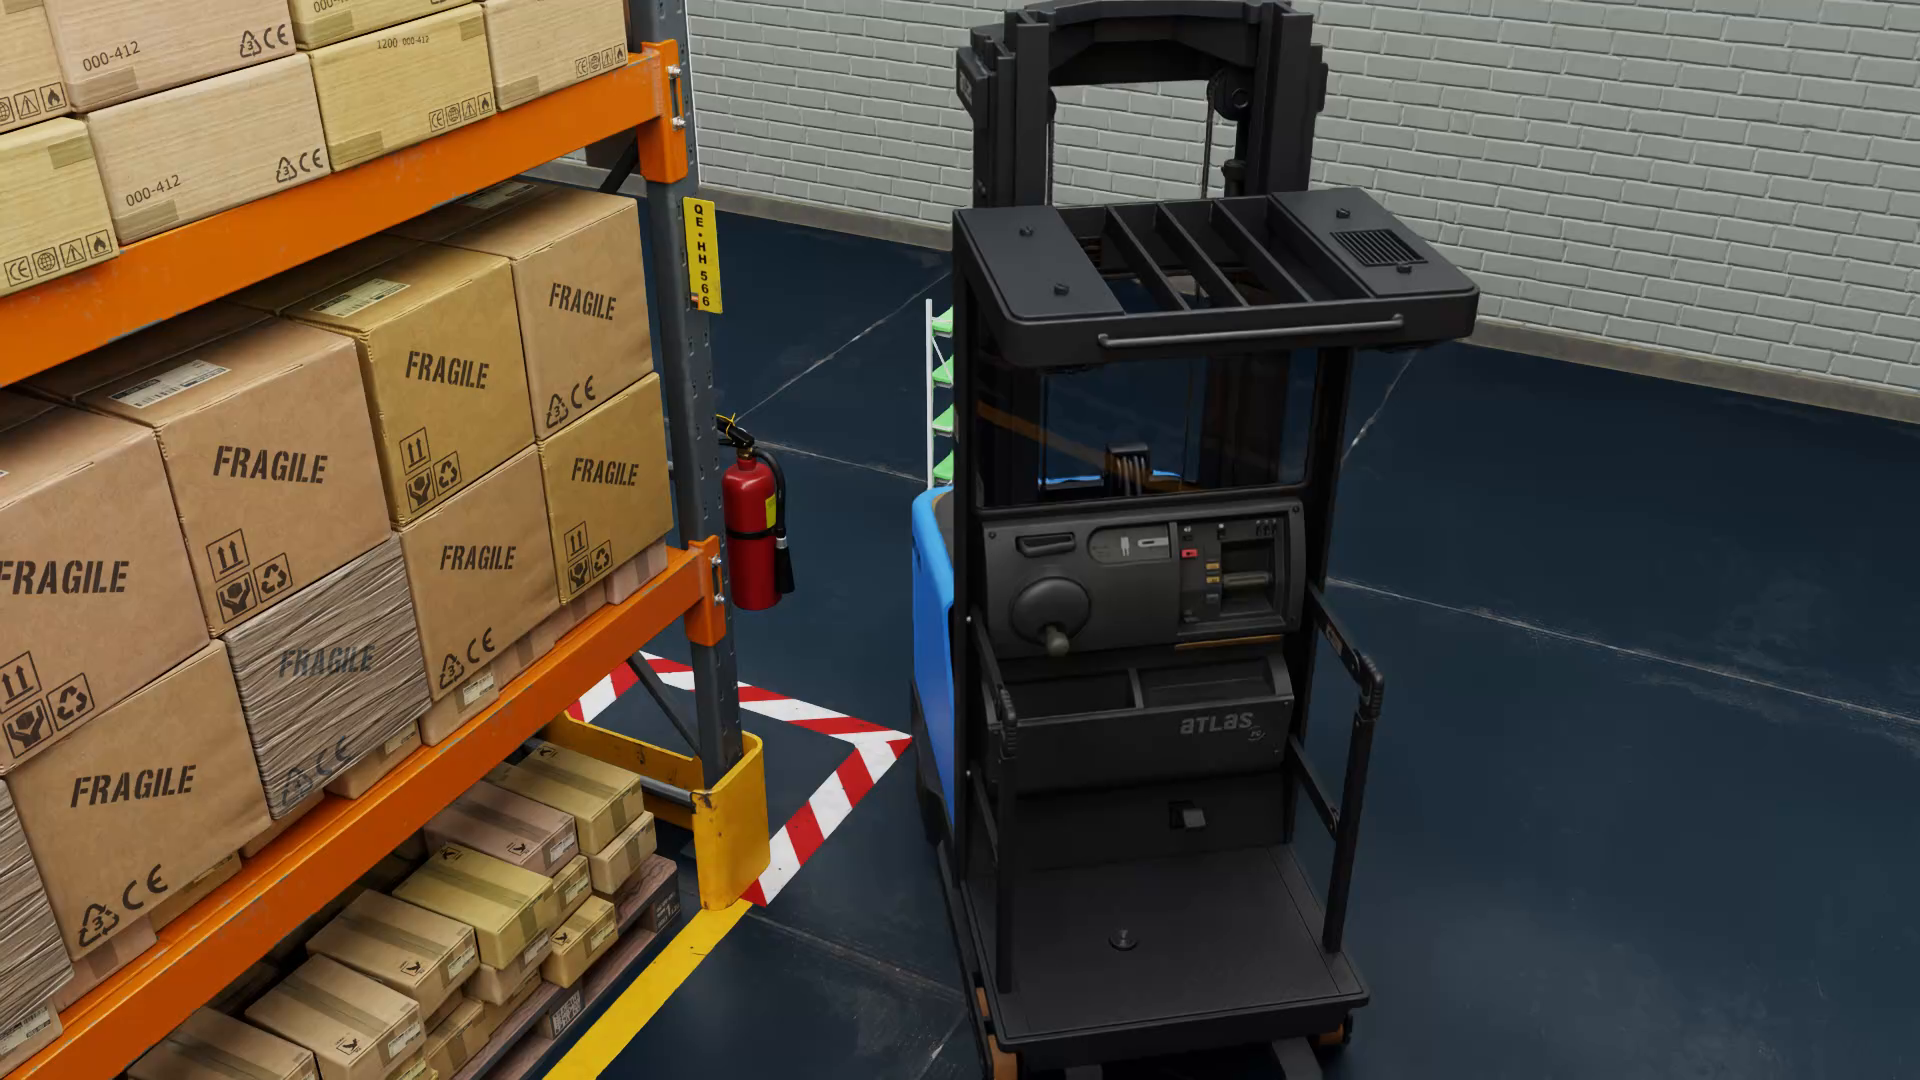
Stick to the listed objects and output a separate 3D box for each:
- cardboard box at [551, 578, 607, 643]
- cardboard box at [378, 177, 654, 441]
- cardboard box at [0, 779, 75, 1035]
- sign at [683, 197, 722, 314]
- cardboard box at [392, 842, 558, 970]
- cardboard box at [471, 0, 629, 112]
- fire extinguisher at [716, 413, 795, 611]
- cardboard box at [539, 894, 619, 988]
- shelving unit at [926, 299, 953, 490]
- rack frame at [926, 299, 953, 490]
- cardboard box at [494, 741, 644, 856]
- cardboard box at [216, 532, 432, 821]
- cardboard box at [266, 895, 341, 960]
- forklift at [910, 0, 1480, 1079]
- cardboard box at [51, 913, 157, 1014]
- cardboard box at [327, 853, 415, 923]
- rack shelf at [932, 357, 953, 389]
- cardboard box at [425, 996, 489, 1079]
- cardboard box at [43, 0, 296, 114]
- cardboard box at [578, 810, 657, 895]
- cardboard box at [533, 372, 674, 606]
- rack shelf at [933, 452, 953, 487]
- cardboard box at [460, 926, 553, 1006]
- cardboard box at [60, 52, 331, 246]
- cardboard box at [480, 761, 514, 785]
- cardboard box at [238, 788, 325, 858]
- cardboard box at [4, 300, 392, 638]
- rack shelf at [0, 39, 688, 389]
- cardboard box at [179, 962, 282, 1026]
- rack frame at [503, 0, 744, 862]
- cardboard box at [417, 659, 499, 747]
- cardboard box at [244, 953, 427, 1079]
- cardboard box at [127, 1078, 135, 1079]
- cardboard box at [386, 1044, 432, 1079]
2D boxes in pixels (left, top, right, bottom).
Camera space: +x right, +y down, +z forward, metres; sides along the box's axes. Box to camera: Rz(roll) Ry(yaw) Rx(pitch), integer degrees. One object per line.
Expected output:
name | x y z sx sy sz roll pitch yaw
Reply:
cardboard box | -1.245 0.132 4.759 0.380 0.149 0.250 14 33 23
cardboard box | -1.188 -0.634 4.438 0.500 0.500 0.500 14 33 22
cardboard box | -2.093 0.716 3.093 0.500 0.500 0.500 14 33 22
sign | -0.717 -0.791 4.636 0.100 0.325 0.005 14 33 23
cardboard box | -1.387 1.043 4.764 0.380 0.149 0.250 14 33 22
cardboard box | -1.173 -1.261 4.072 0.500 0.250 0.500 14 33 22
fire extinguisher | -0.676 -0.099 5.362 0.296 0.674 0.183 14 33 23
cardboard box | -1.283 1.185 5.115 0.380 0.149 0.250 15 33 25
shelving unit | 0.075 -0.594 7.579 0.258 1.200 0.503 14 33 23
rack frame | -0.036 -0.486 7.391 0.240 1.200 0.015 14 33 23
cardboard box | -1.217 0.801 5.186 0.380 0.149 0.250 15 33 24
cardboard box | -1.639 0.252 3.899 0.500 0.500 0.500 14 33 23
cardboard box | -2.029 1.025 4.796 0.380 0.149 0.250 13 32 21
forklift | 0.566 0.157 4.534 1.130 2.935 3.031 -5 30 -8
cardboard box | -1.966 0.820 3.563 0.380 0.149 0.250 16 33 25
cardboard box | -1.876 1.050 5.053 0.380 0.149 0.250 15 33 24
rack shelf | 0.075 -0.746 7.491 0.258 0.148 0.480 14 33 23
cardboard box | -1.581 1.395 4.750 0.380 0.149 0.250 15 33 24
cardboard box | -1.652 -1.024 3.158 0.500 0.250 0.500 15 33 24
cardboard box | -1.188 0.937 5.249 0.380 0.149 0.250 13 32 22
cardboard box | -1.177 -0.202 4.690 0.500 0.500 0.500 15 33 24
rack shelf | 0.075 -0.330 7.730 0.258 0.148 0.480 14 33 23
cardboard box | -1.423 1.168 4.847 0.380 0.149 0.250 13 32 21
cardboard box | -1.637 -0.816 3.298 0.500 0.250 0.500 16 33 25
cardboard box | -1.669 0.812 5.466 0.380 0.149 0.250 16 33 25
cardboard box | -1.764 0.582 3.977 0.380 0.149 0.250 13 32 21
cardboard box | -1.648 -0.176 3.642 0.500 0.500 0.500 16 34 26
rack shelf | -2.113 -0.389 3.126 1.077 0.370 4.000 14 33 23
cardboard box | -2.126 1.278 4.655 0.380 0.149 0.250 13 32 21
rack frame | -1.201 -0.287 5.237 1.000 3.000 0.127 14 33 23
cardboard box | -1.441 0.365 4.354 0.380 0.149 0.250 15 33 25
cardboard box | -1.635 1.276 4.360 0.380 0.149 0.250 16 33 25
cardboard box | -1.948 1.490 3.987 0.380 0.149 0.250 14 33 24
cardboard box | -1.647 1.400 4.442 0.380 0.149 0.250 15 33 24
